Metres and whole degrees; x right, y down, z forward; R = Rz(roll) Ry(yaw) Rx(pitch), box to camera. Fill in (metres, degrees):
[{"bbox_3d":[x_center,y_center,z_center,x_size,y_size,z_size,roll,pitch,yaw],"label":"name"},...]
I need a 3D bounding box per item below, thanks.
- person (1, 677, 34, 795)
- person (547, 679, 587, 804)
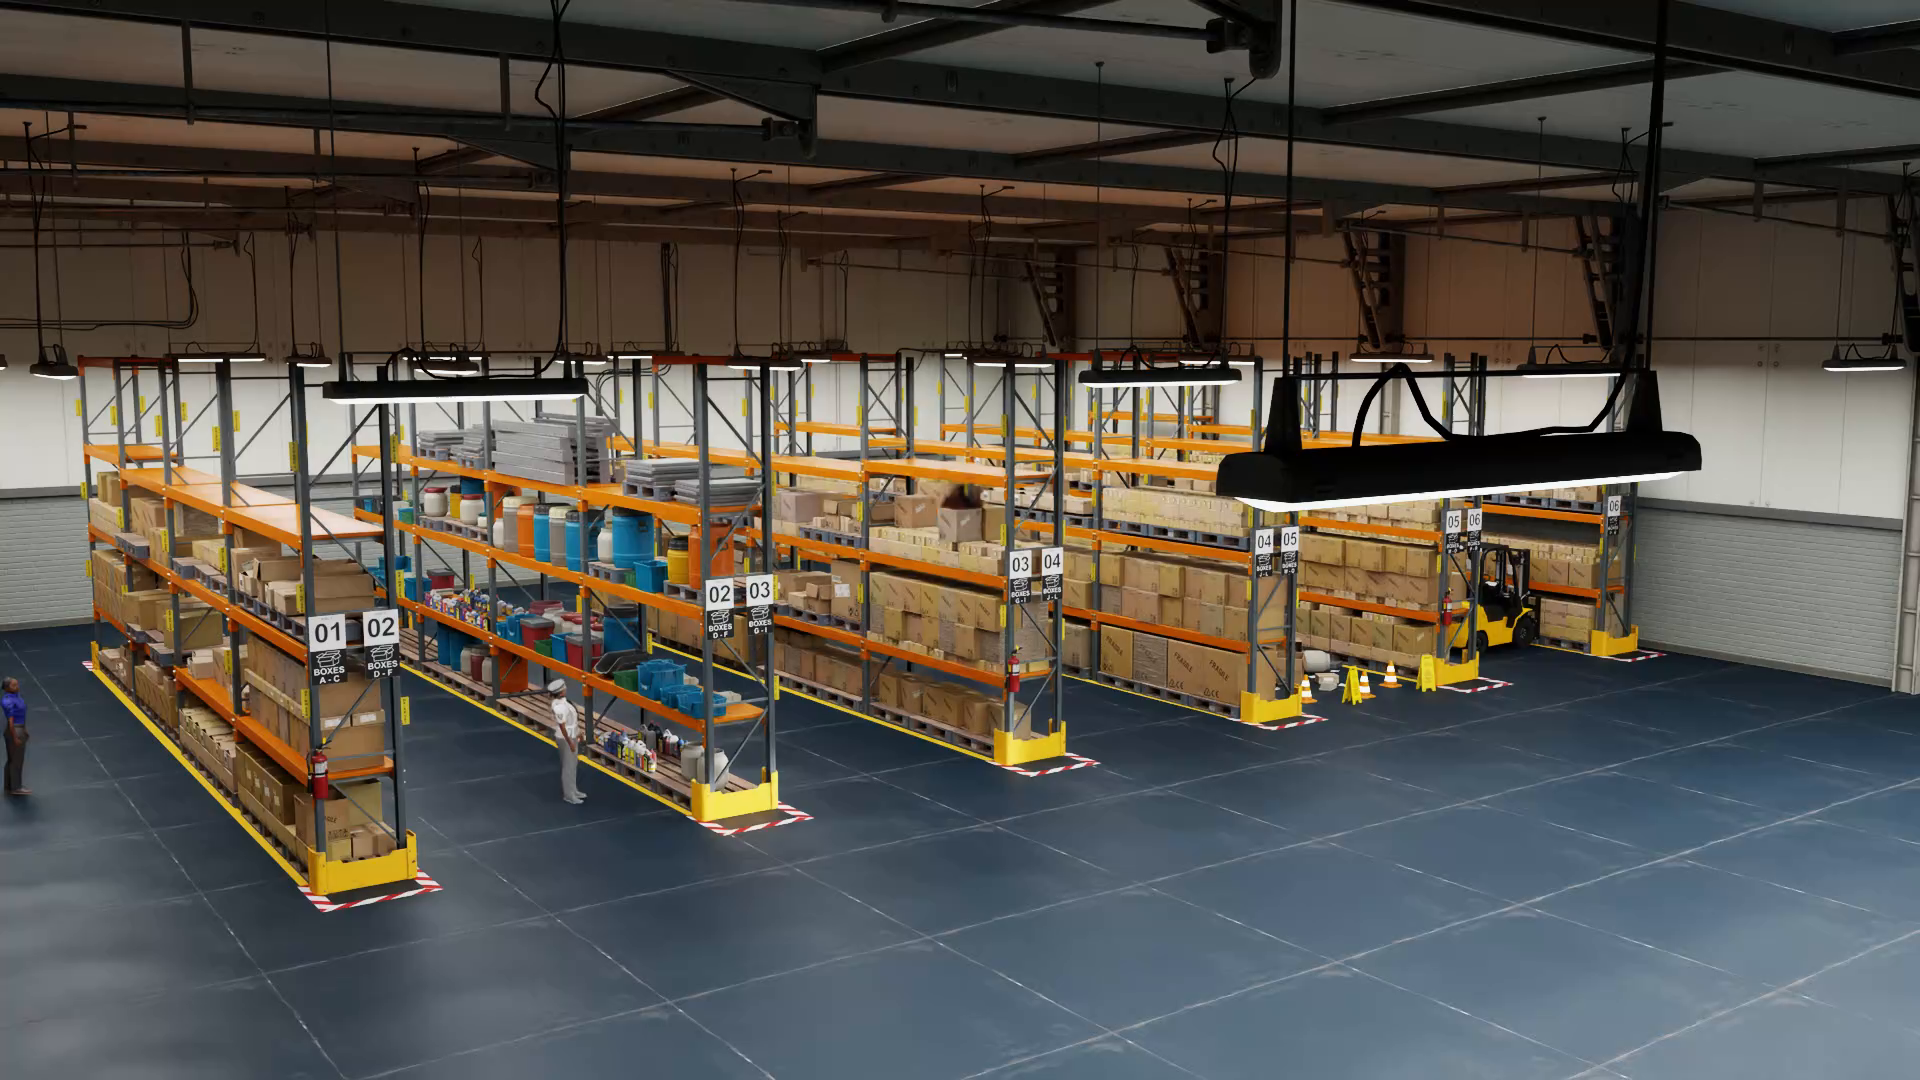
[{"bbox_3d":[-13.153,2.771,23.164,0.372,1.565,0.482,-5,8,-33],"label":"person"},{"bbox_3d":[-5.391,2.746,22.880,0.499,1.711,0.517,0,7,3],"label":"person"}]
